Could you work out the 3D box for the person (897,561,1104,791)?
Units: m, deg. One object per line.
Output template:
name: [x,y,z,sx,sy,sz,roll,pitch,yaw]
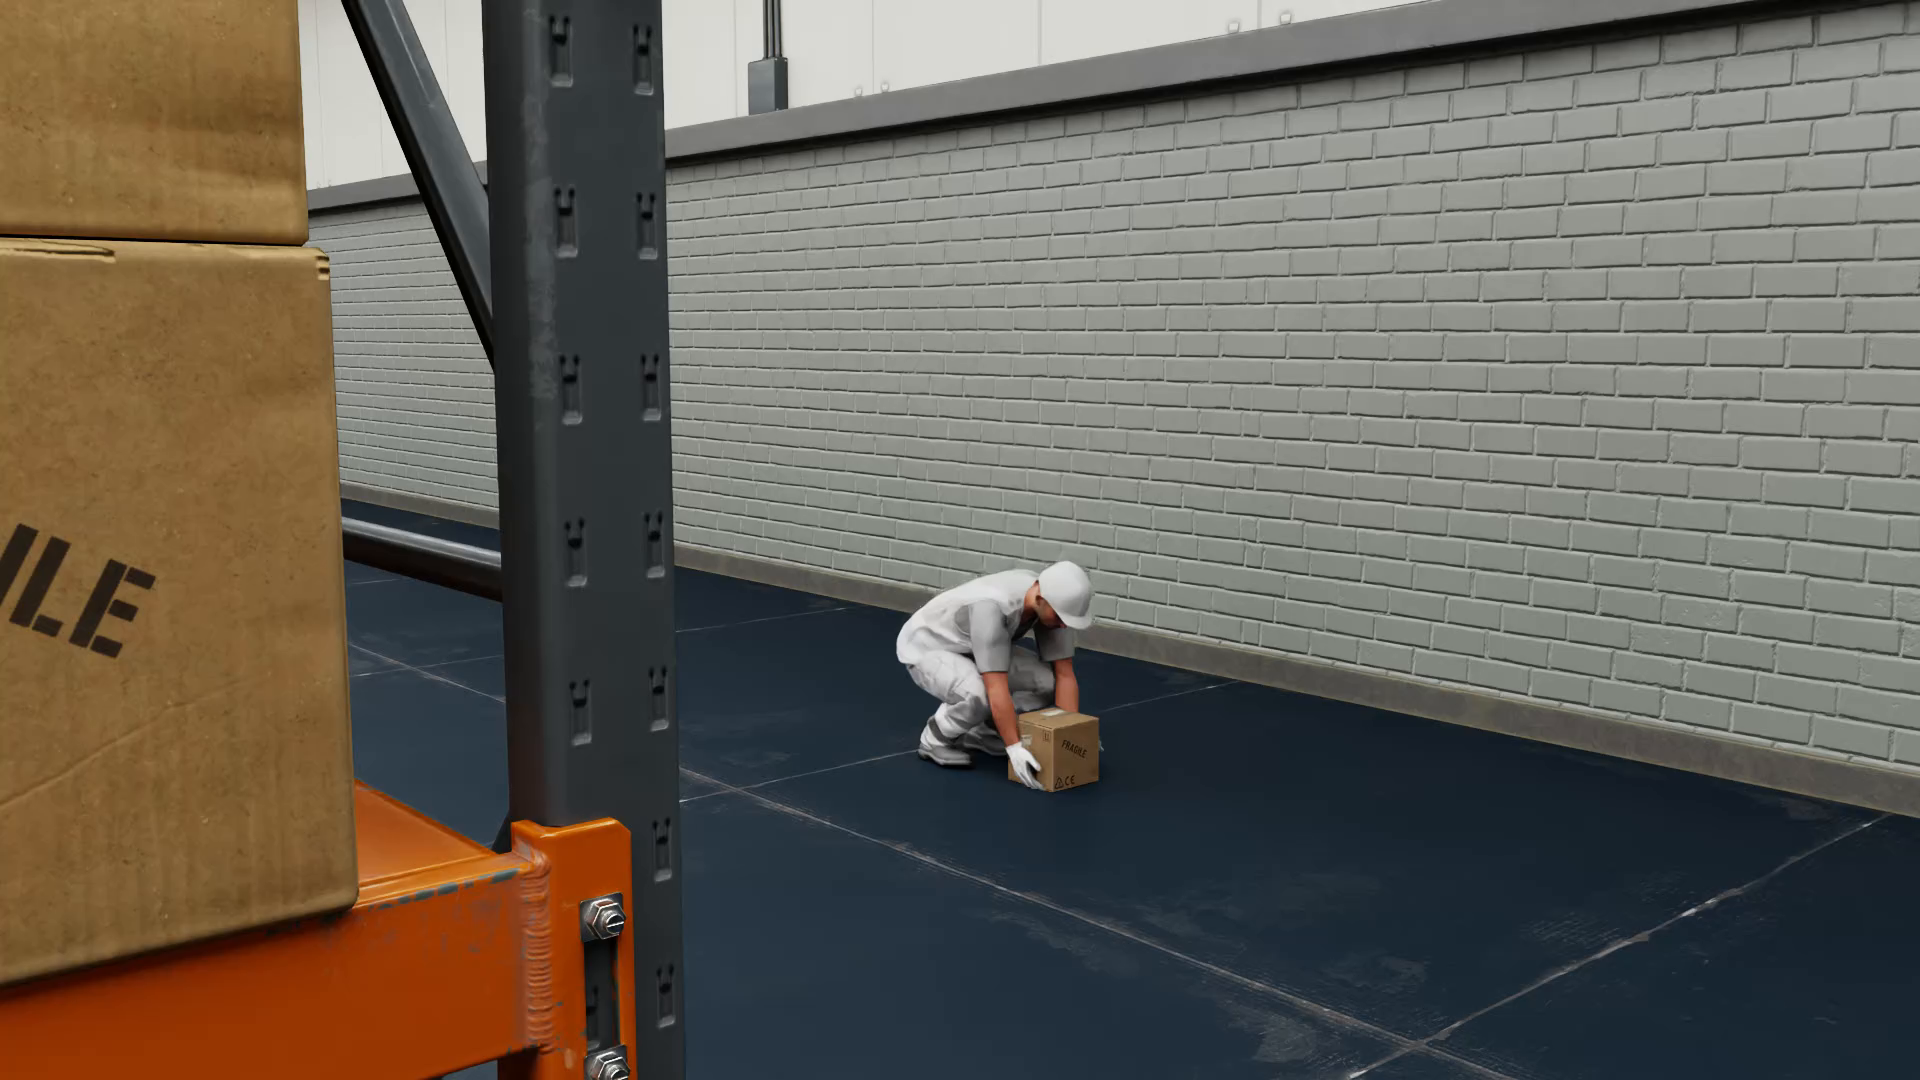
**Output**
person: [0.150,0.488,6.640,0.564,0.877,0.891,-6,10,-41]
